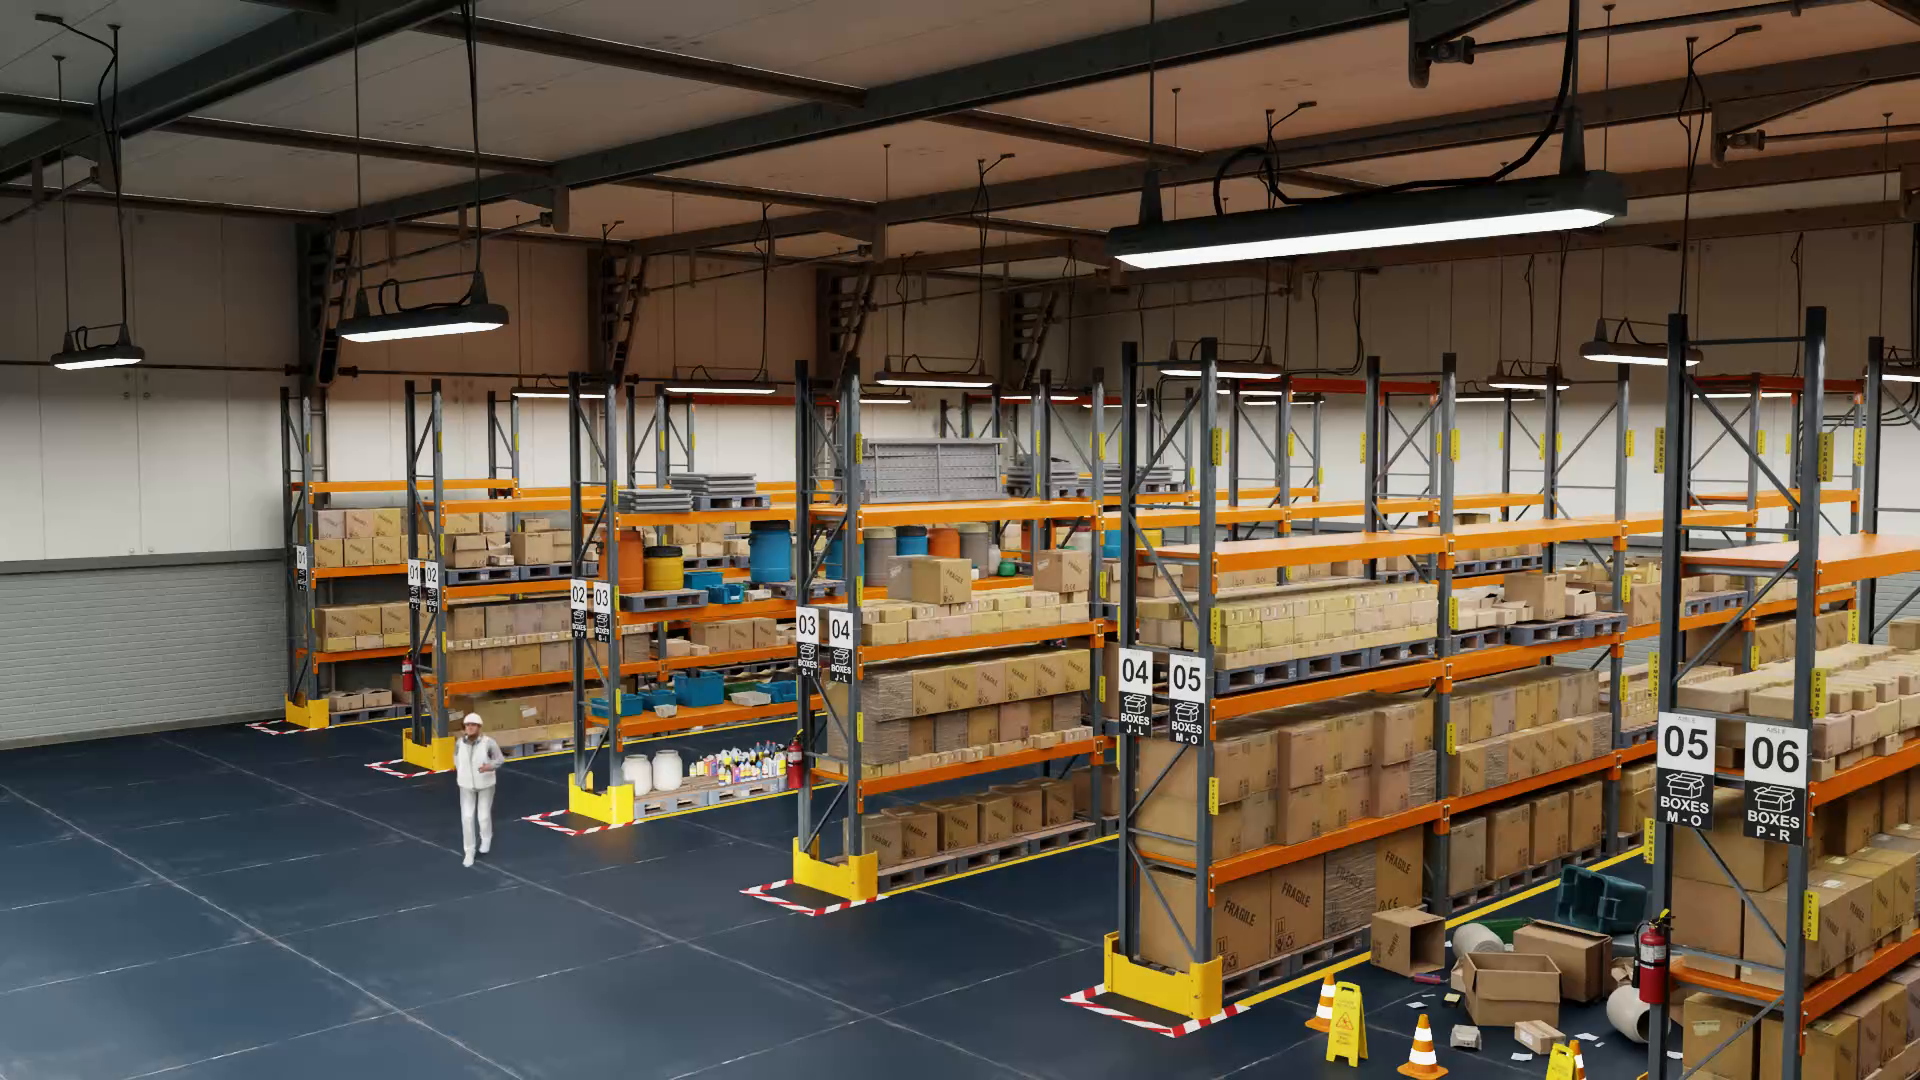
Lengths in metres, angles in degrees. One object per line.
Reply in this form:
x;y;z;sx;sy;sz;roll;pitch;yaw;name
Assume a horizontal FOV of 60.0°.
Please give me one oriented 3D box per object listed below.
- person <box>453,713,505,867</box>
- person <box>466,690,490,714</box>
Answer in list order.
-5.869;2.994;20.158;0.586;1.824;0.787;0;4;-5;person
-8.167;2.512;28.412;0.609;1.657;0.710;-3;5;-42;person
